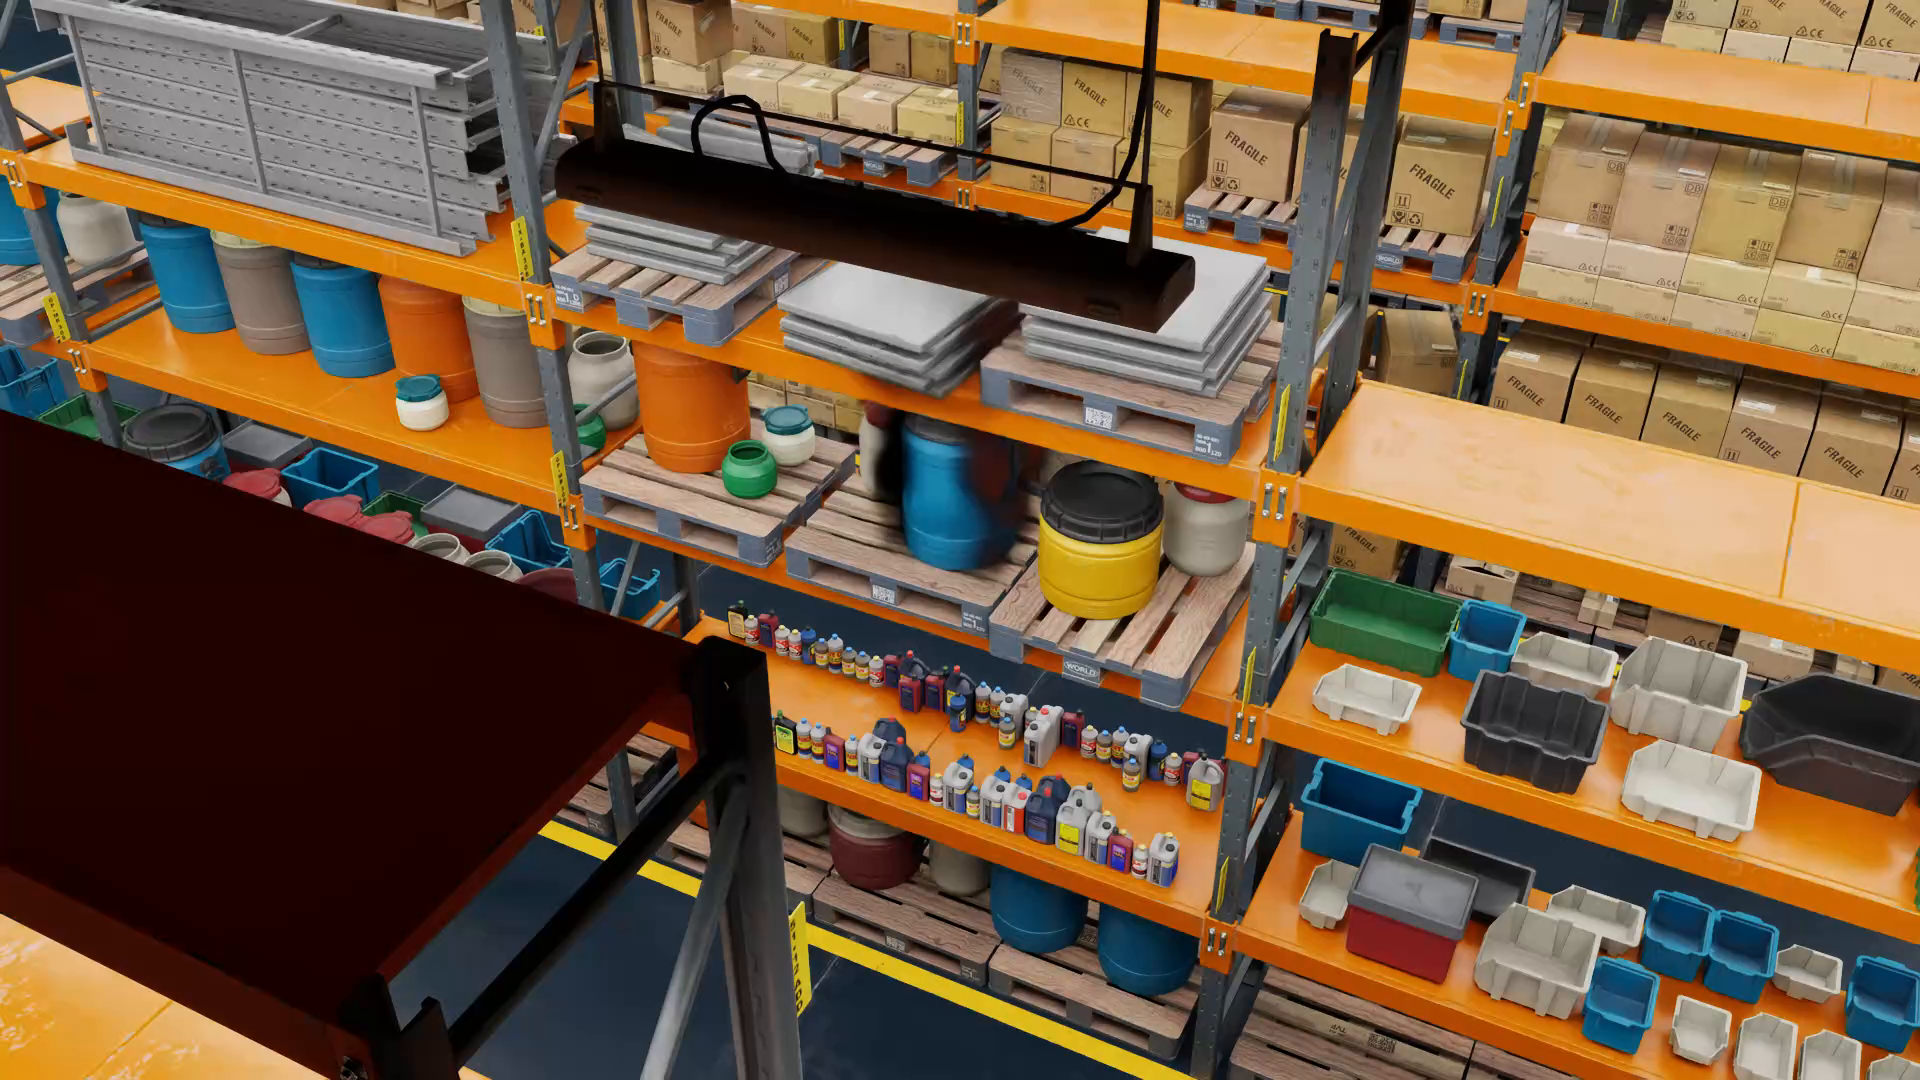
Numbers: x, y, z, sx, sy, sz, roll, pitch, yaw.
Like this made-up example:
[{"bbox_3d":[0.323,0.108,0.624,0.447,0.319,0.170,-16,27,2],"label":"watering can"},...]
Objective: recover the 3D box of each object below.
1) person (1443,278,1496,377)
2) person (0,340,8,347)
[{"bbox_3d":[4.649,-1.990,15.268,0.665,1.631,0.489,14,37,19],"label":"person"},{"bbox_3d":[-8.746,-1.731,14.958,0.492,1.726,0.315,13,37,18],"label":"person"}]
